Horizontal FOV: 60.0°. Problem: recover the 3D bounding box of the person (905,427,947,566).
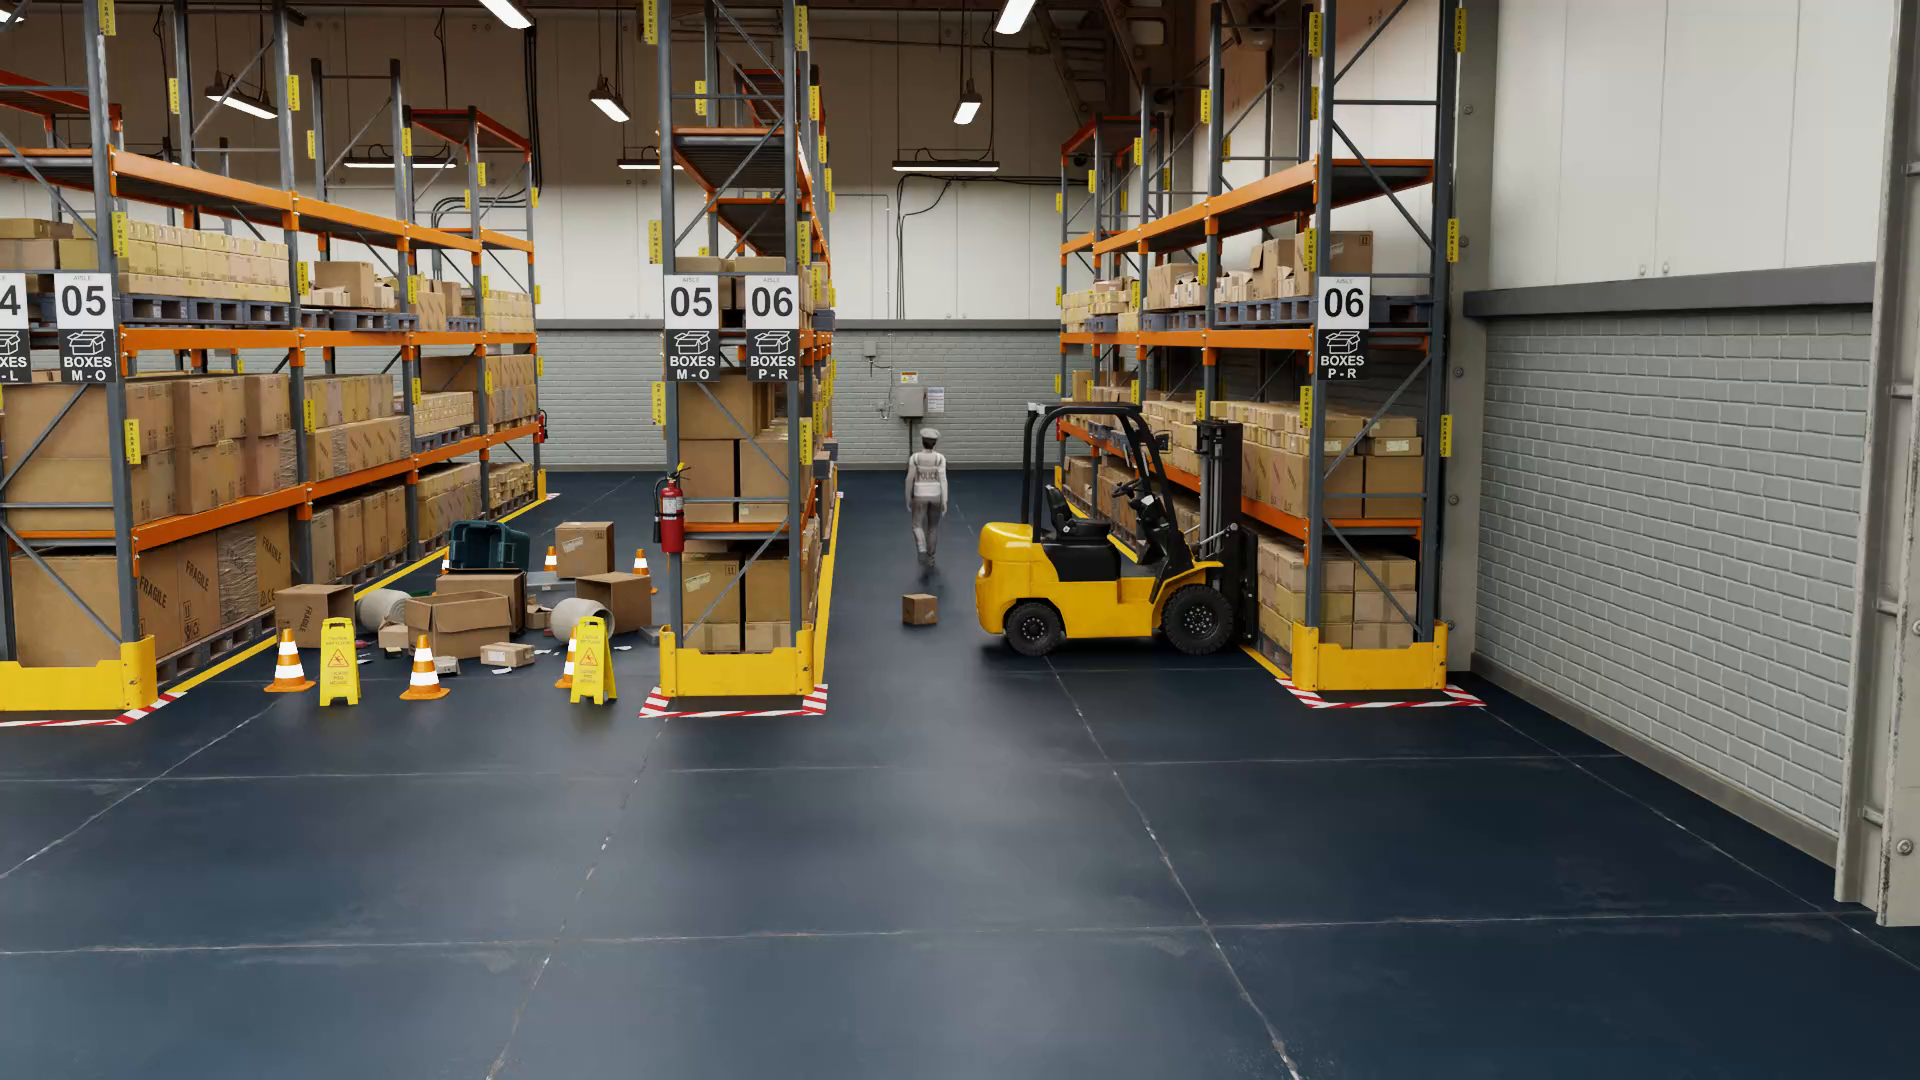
[{"bbox_3d":[-0.395,-0.490,19.553,0.489,1.658,0.805,-1,7,-5],"label":"person"}]
